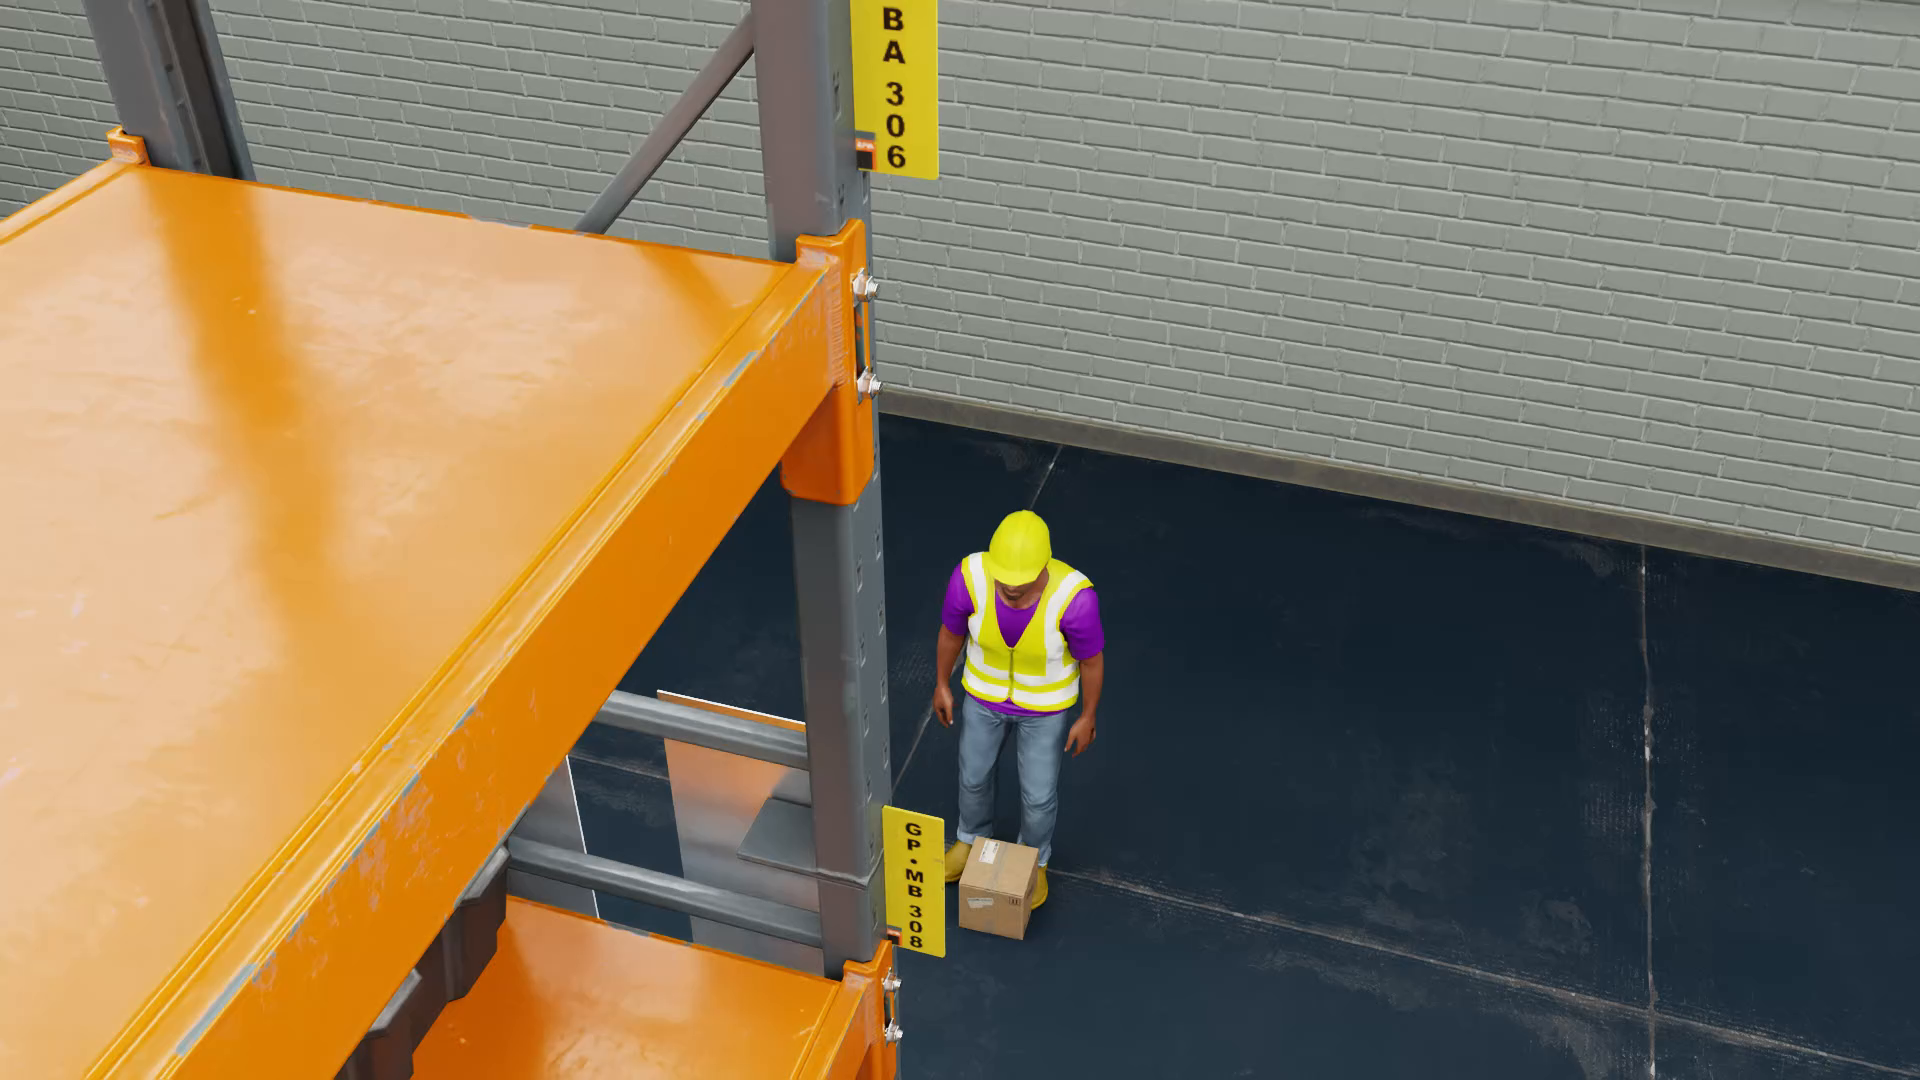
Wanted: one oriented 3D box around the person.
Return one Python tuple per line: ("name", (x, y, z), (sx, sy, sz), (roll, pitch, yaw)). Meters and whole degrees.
("person", (0.201, 0.594, 6.087), (0.626, 1.756, 0.461), (11, 38, 14))
